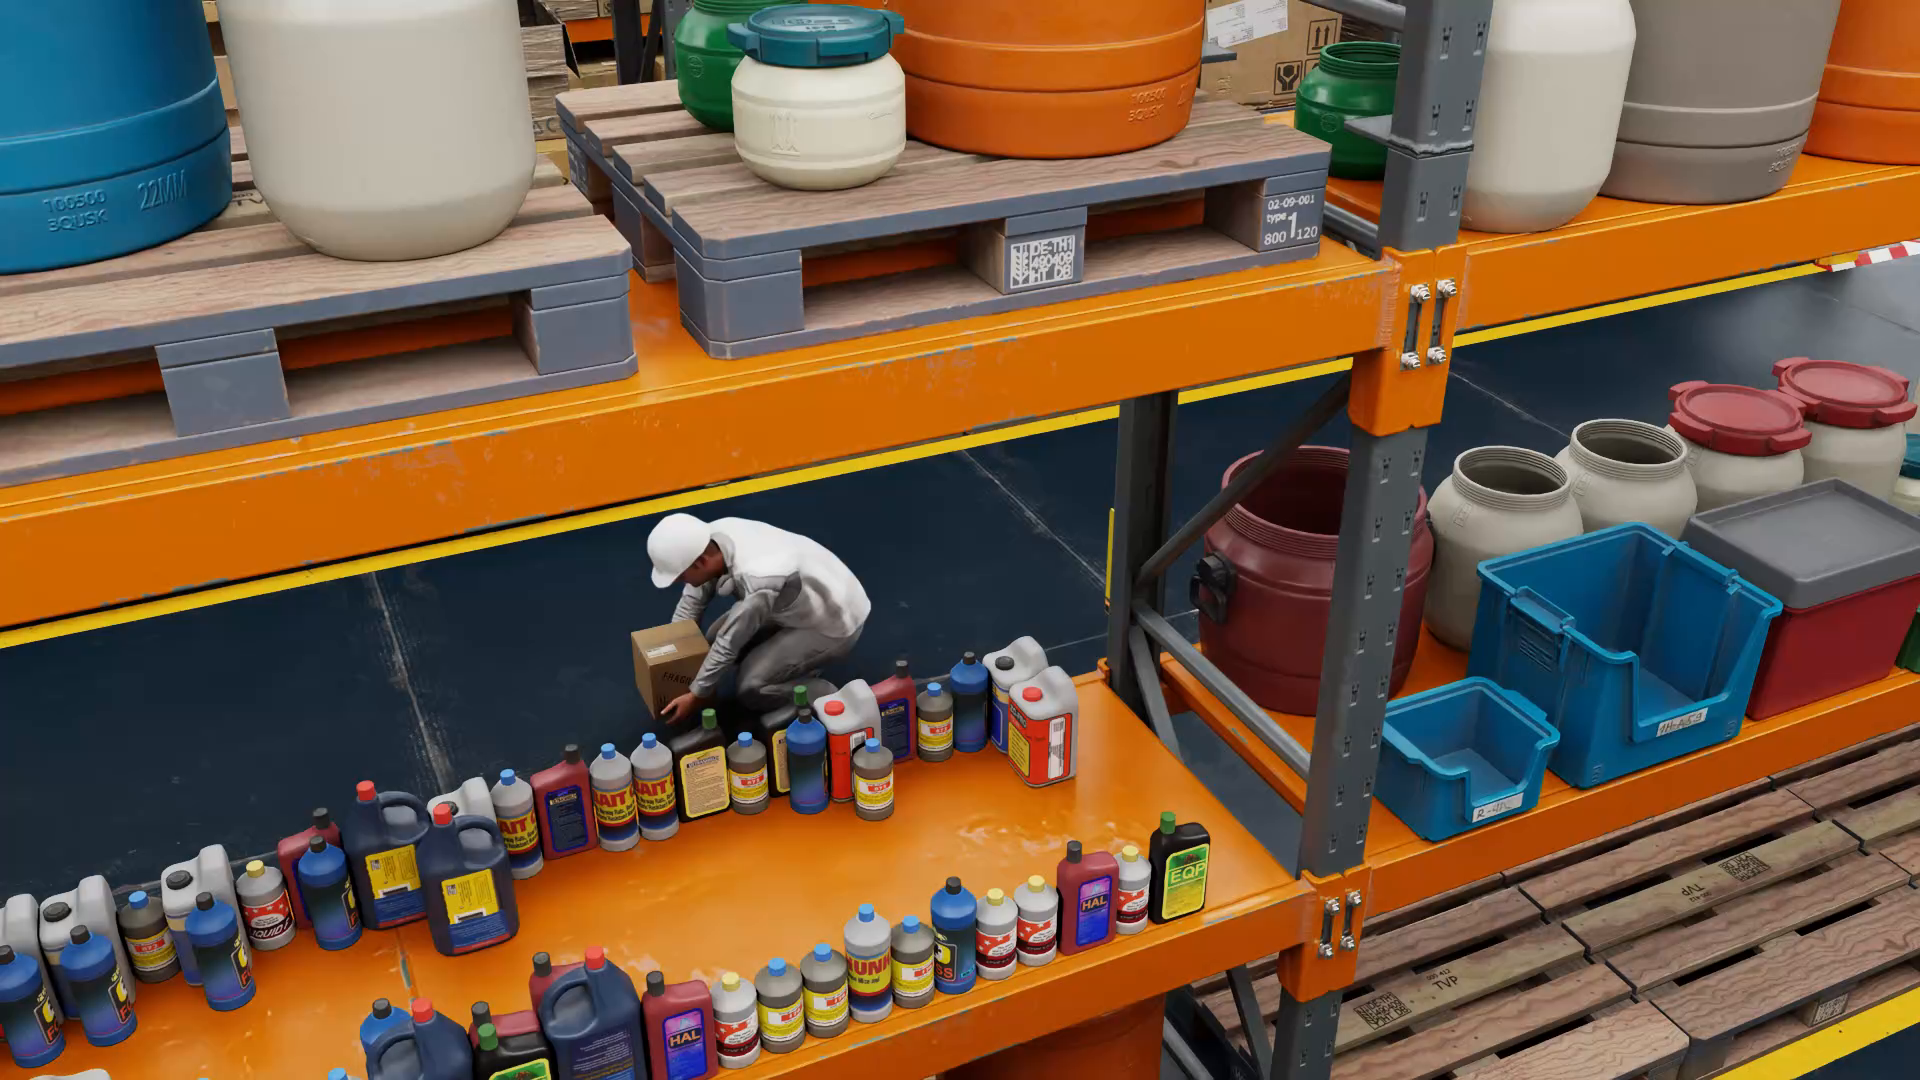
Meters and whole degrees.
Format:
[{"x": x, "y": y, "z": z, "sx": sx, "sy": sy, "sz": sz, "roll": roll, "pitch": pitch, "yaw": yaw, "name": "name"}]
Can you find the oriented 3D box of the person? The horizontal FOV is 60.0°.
[{"x": -0.787, "y": 0.275, "z": 6.408, "sx": 0.883, "sy": 1.007, "sz": 0.523, "roll": -14, "pitch": 32, "yaw": -23, "name": "person"}]
